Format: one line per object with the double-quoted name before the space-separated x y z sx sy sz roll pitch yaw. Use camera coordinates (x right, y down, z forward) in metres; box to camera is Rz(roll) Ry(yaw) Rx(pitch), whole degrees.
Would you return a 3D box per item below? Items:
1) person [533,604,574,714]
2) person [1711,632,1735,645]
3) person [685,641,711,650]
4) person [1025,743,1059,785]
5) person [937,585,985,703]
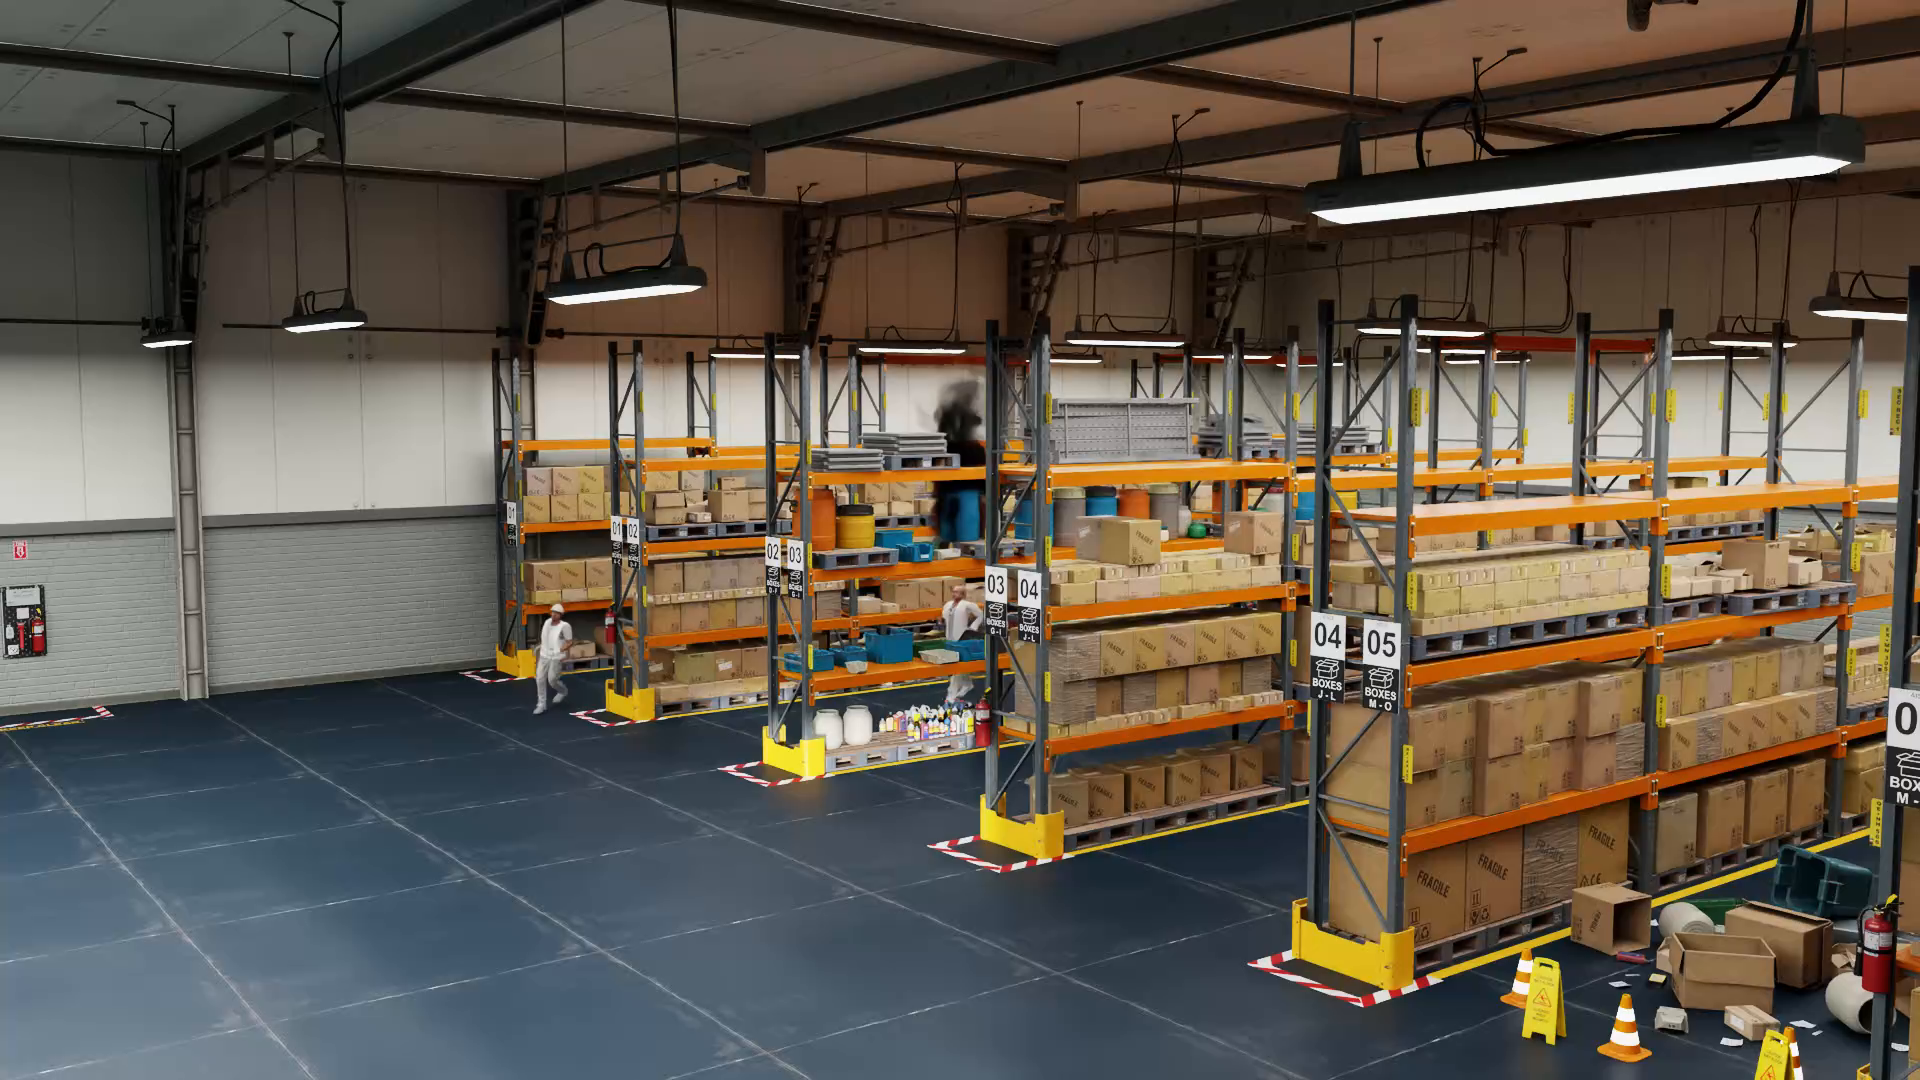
"person" -6.593 1.916 27.110 0.722 1.767 0.809 2 5 22
"person" 11.278 2.117 24.547 0.643 1.846 0.774 4 7 42
"person" -4.608 1.769 29.380 0.536 1.690 0.801 5 7 45
"person" 1.058 2.195 21.005 0.662 1.715 0.699 5 7 43
"person" -0.040 1.653 26.549 0.799 1.862 0.685 -5 7 -44
